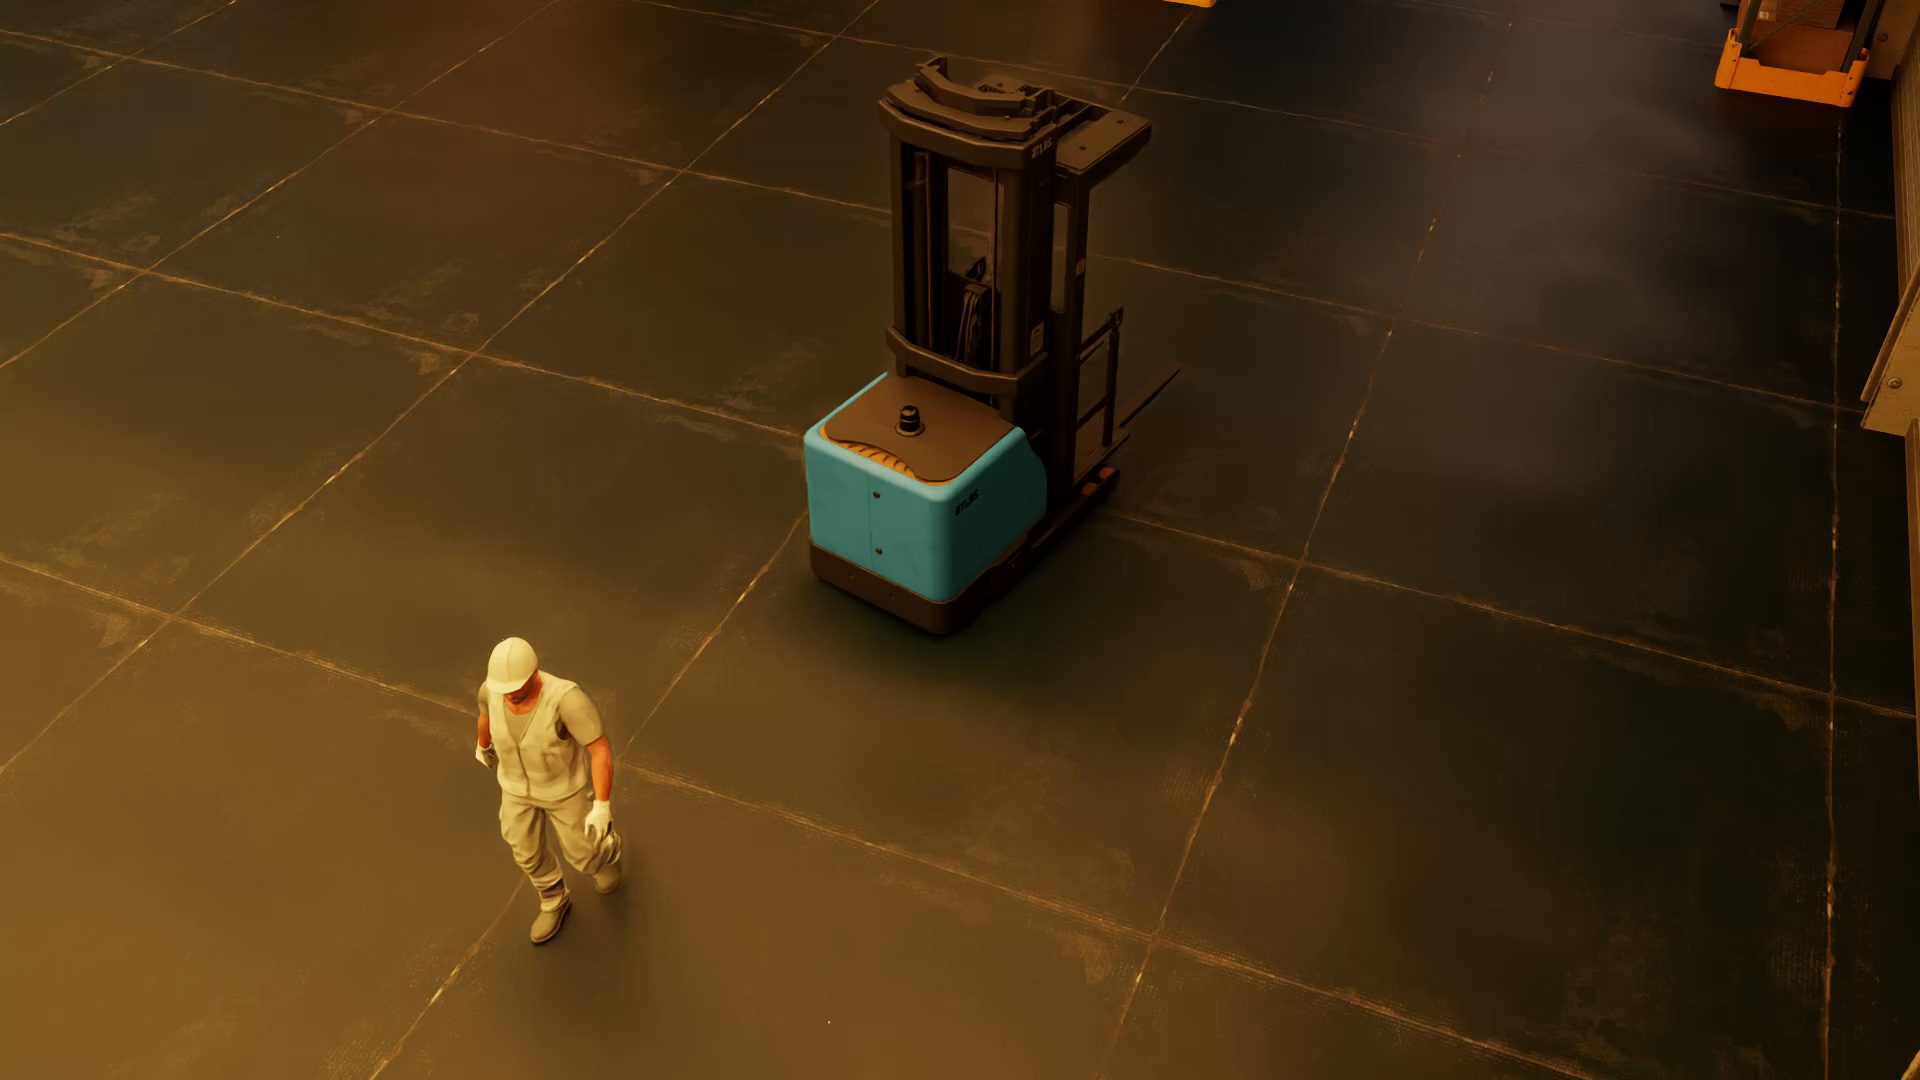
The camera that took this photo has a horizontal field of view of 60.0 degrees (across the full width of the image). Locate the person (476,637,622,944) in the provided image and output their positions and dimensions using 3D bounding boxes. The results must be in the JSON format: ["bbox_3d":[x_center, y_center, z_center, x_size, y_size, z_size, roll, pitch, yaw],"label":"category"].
[{"bbox_3d":[-1.887,1.109,7.589,0.812,1.766,0.569,7,40,9],"label":"person"}]

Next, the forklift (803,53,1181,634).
[{"bbox_3d":[0.366,-1.488,9.783,1.130,2.935,3.031,25,46,26],"label":"forklift"}]
